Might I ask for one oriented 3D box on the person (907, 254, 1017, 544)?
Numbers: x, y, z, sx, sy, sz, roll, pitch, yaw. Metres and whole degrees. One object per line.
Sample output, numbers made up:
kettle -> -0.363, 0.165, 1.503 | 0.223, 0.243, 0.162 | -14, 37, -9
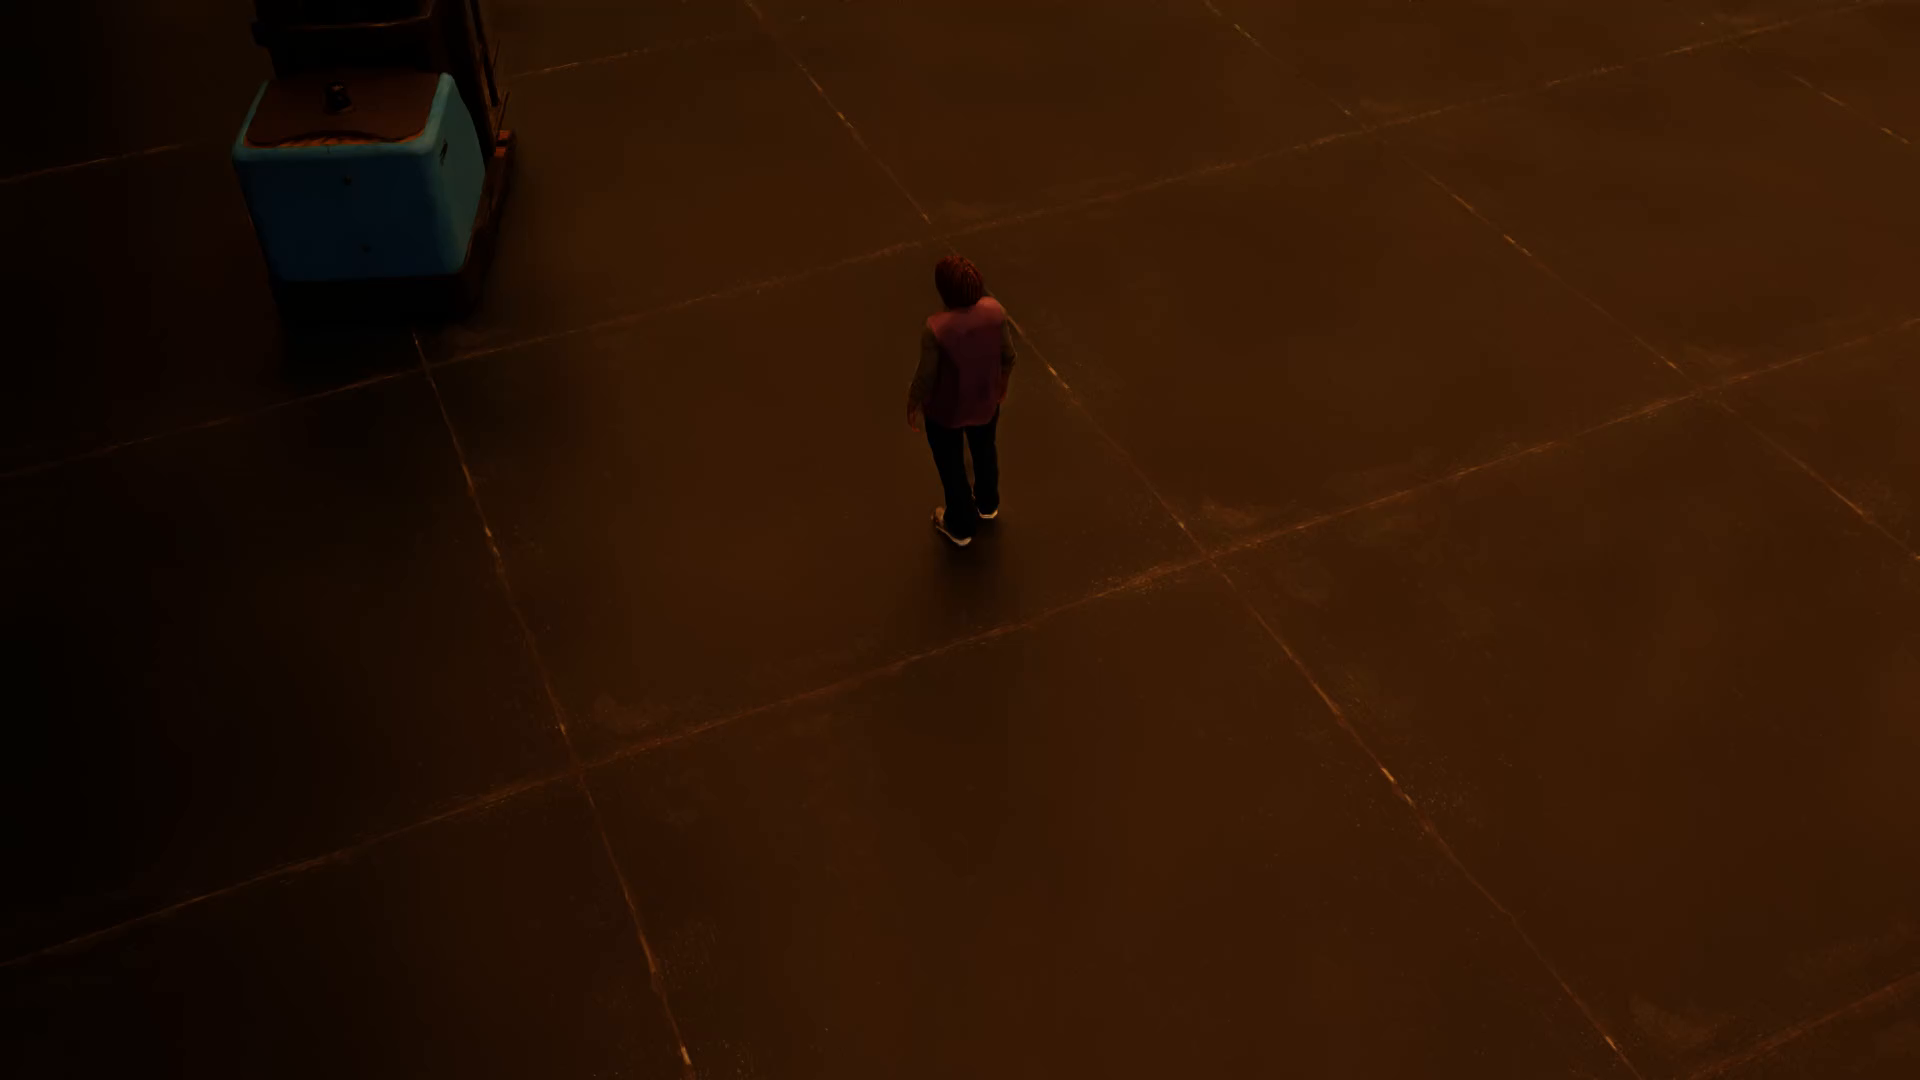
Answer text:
person -> -0.019, -0.606, 7.364 | 0.520, 1.506, 0.473 | -18, 46, -18

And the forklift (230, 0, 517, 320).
forklift -> -3.305, -3.264, 9.177 | 1.130, 2.935, 3.031 | -3, 43, -4
